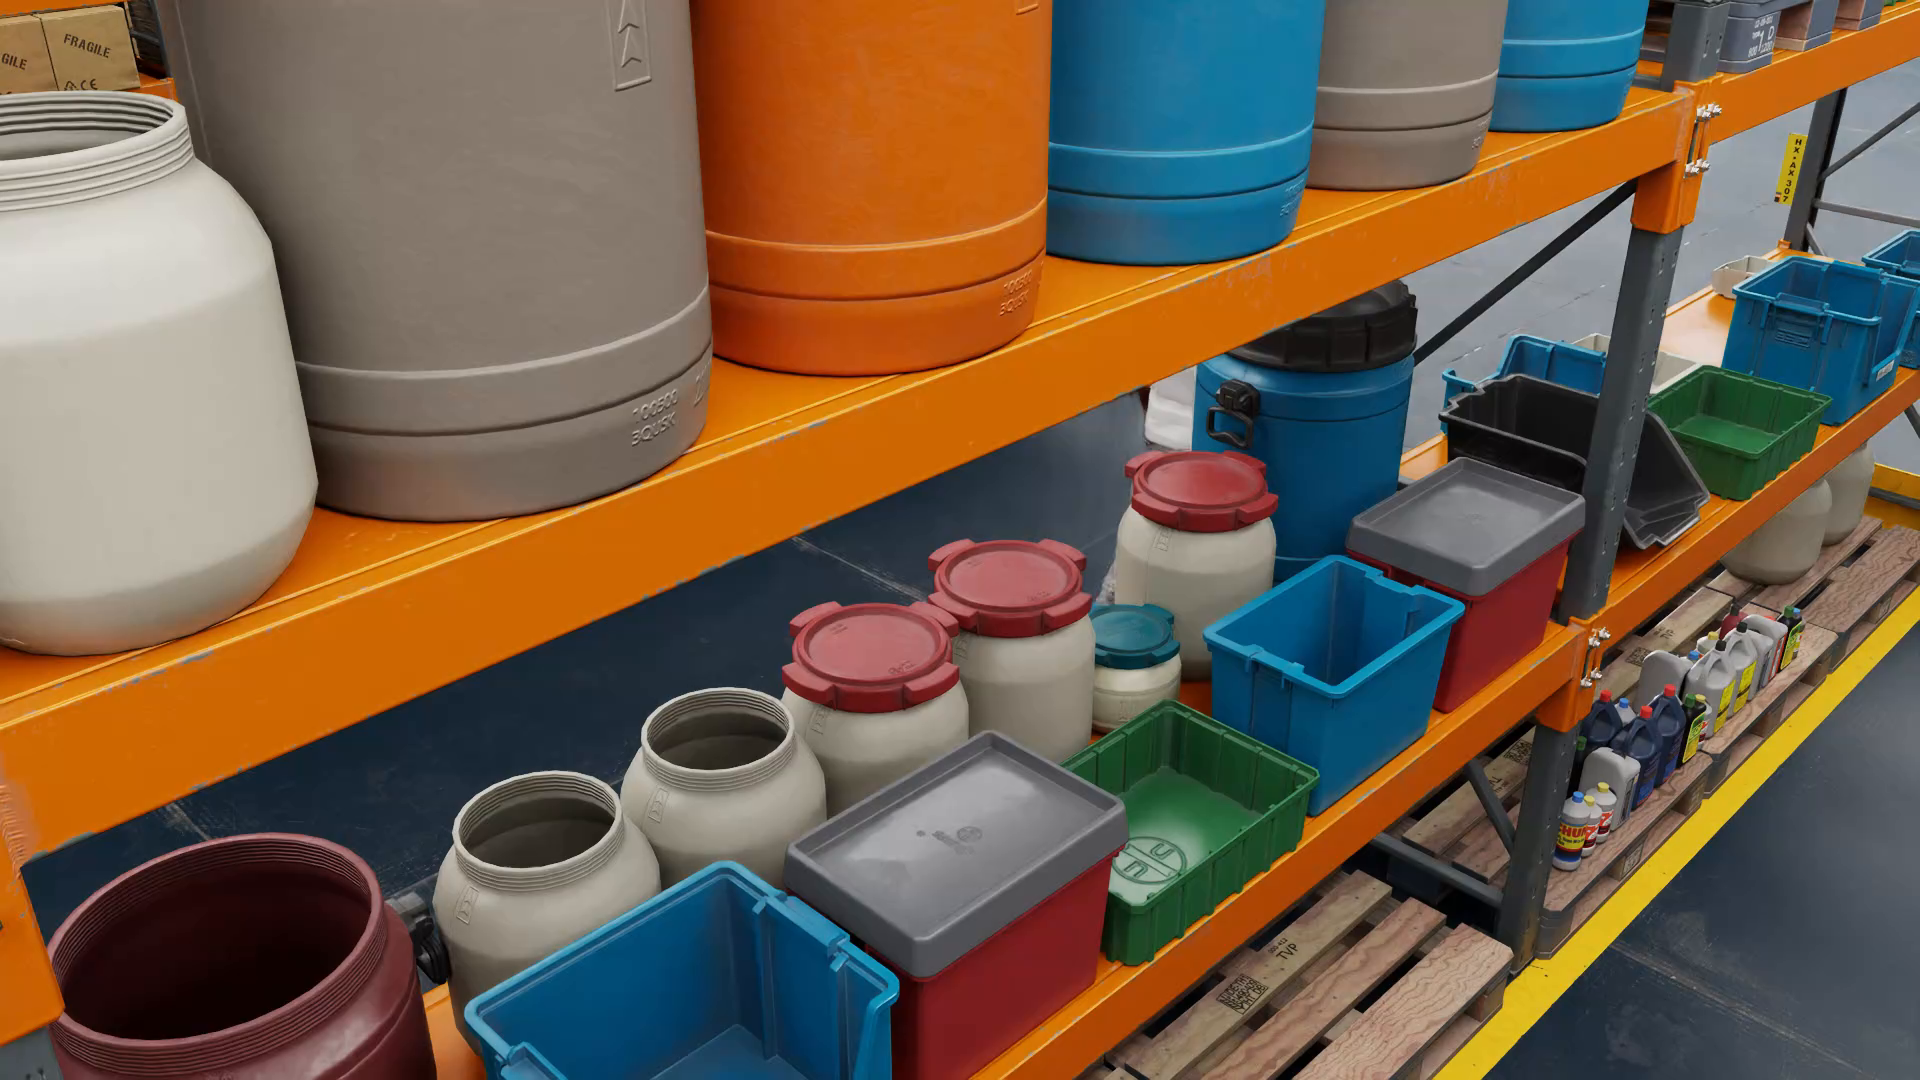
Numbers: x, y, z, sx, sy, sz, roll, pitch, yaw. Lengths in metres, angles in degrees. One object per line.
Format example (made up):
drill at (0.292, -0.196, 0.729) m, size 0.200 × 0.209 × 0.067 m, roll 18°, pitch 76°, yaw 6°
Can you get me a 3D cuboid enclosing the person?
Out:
person at (0.937, -0.414, 6.866) m, size 0.581 × 1.748 × 0.840 m, roll 22°, pitch 35°, yaw 36°
